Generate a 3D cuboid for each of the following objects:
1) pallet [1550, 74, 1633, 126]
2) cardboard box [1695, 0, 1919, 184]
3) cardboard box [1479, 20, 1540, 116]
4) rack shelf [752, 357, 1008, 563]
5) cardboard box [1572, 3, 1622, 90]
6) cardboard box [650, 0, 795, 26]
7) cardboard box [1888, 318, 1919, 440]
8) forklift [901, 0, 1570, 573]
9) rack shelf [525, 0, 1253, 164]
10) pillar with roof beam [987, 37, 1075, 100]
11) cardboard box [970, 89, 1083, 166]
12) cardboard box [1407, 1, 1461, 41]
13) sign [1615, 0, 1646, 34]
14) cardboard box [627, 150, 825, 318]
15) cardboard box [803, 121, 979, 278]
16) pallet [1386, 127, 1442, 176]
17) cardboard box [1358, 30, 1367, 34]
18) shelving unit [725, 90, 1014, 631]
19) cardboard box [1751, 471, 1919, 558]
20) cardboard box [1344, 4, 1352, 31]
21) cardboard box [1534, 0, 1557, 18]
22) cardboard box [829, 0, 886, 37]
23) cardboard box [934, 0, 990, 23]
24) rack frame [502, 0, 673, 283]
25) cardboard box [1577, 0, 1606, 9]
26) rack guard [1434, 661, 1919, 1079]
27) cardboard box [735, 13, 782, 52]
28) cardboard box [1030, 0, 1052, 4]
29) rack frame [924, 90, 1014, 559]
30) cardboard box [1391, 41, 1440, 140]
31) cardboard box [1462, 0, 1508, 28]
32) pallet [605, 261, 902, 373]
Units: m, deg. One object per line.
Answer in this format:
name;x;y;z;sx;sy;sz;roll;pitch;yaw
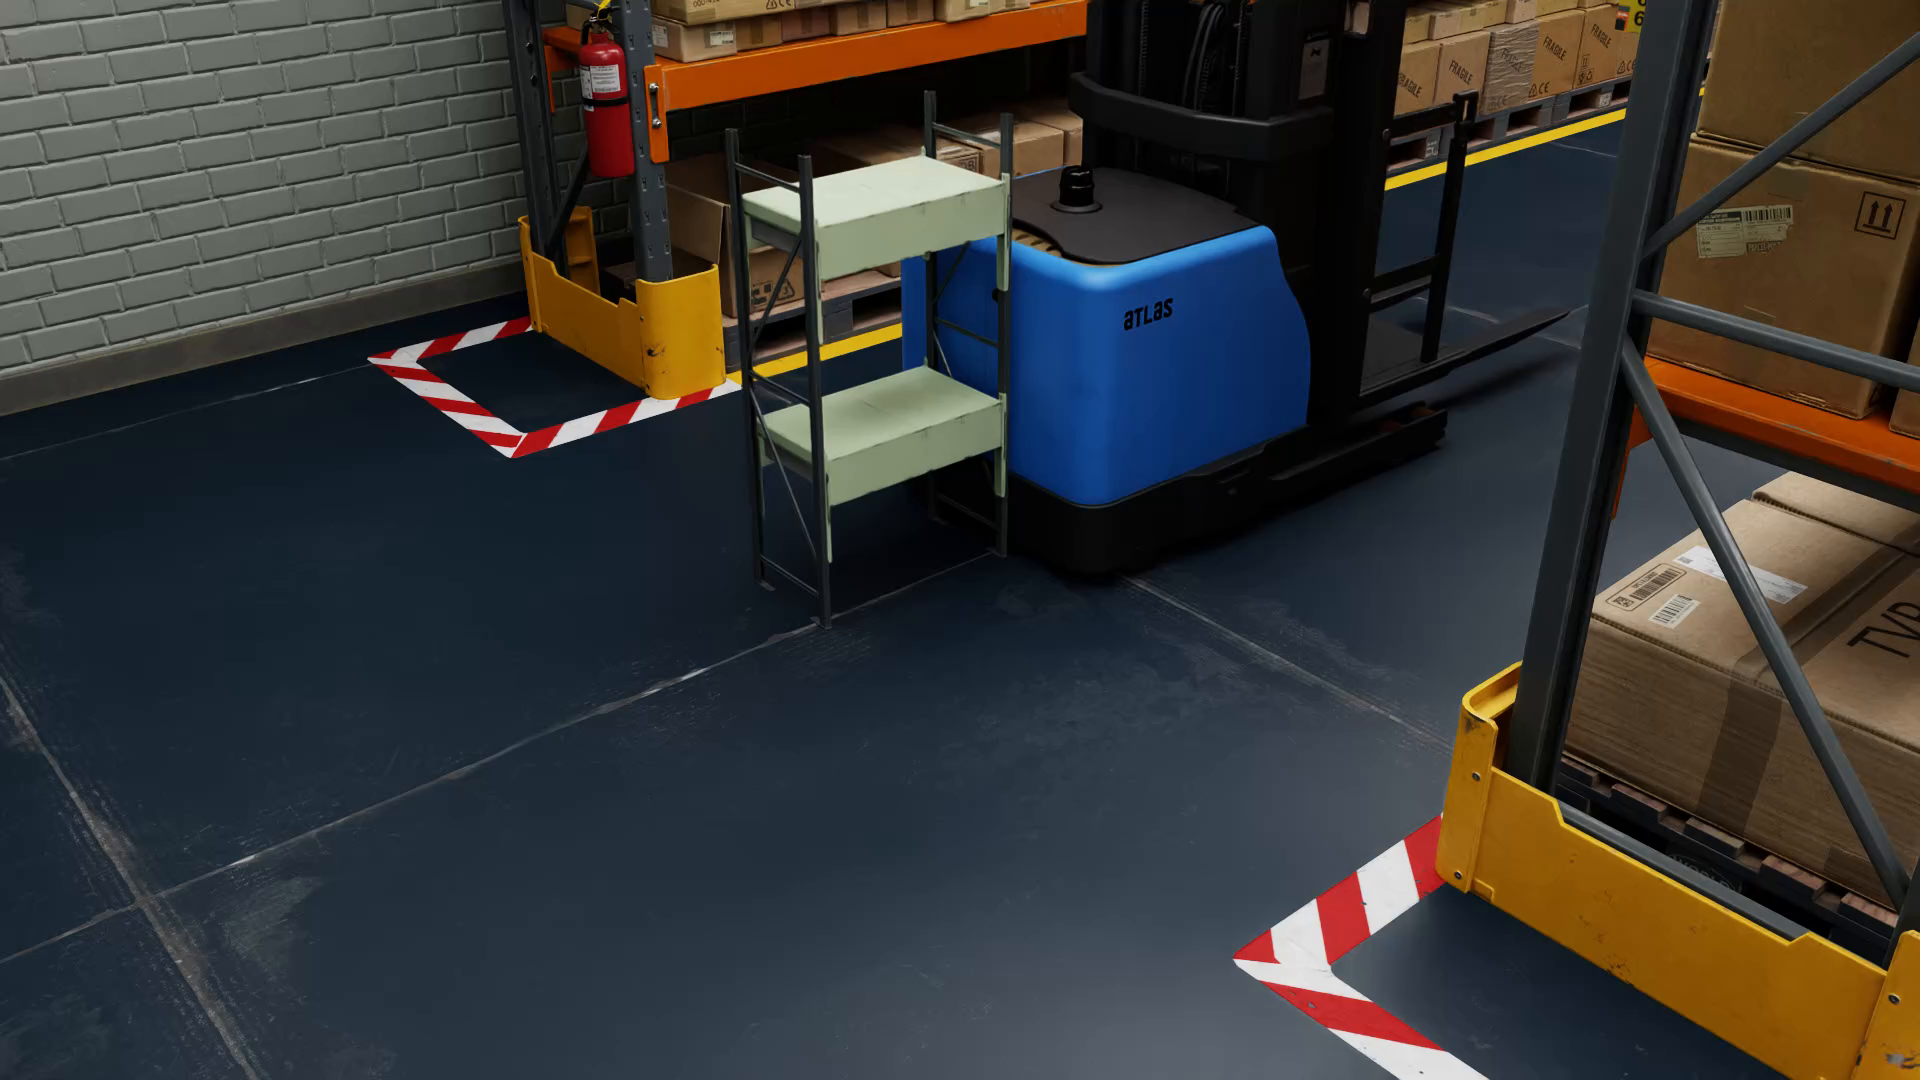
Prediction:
pallet;3.968;-3.125;11.374;1.213;0.211;1.003;-22;35;-35
cardboard box;1.911;-1.062;3.387;0.500;0.500;0.500;-21;34;-33
cardboard box;3.211;-2.970;10.332;0.500;0.500;0.500;-23;36;-37
rack shelf;-0.258;-0.274;5.363;0.720;0.370;0.431;-21;35;-34
cardboard box;3.991;-3.297;10.943;0.500;0.500;0.500;-23;35;-36
cardboard box;-1.005;-2.230;6.583;0.500;0.250;0.500;-22;35;-35
cardboard box;2.251;-0.432;3.269;0.500;0.500;0.500;-22;35;-35
forklift;1.239;-1.747;5.909;3.031;2.935;1.130;-21;35;-34
rack shelf;-0.004;-2.417;7.853;4.000;0.370;1.077;-22;35;-35
pillar with roof beam;3.197;-4.559;4.732;0.400;9.000;9.100;-22;35;-35
cardboard box;0.467;-1.923;8.373;0.500;0.500;0.700;-23;36;-37
cardboard box;2.726;-3.076;9.842;0.250;0.149;0.380;-22;35;-35
sign;1.357;-1.158;3.254;0.005;0.325;0.100;-22;35;-35
cardboard box;-0.999;-1.360;7.315;0.637;0.503;0.797;-24;36;-37
cardboard box;-0.323;-1.606;7.779;0.500;0.500;0.700;-20;34;-33
pallet;2.112;-2.379;9.977;1.213;0.211;1.003;-22;35;-35
cardboard box;2.124;-2.842;9.403;0.250;0.149;0.380;-23;36;-36
shelving unit;-0.258;-0.561;5.209;0.755;1.500;0.431;-21;35;-34
cardboard box;2.827;0.080;4.690;0.875;0.438;0.875;-21;34;-34
cardboard box;1.924;-2.882;9.163;0.250;0.149;0.380;-23;35;-36
cardboard box;3.513;-3.396;10.441;0.250;0.149;0.380;-23;35;-36
cardboard box;-0.524;-2.256;7.056;0.250;0.149;0.380;-21;34;-33
cardboard box;-0.085;-2.390;7.306;0.250;0.149;0.380;-23;36;-36
rack frame;-1.525;-2.122;6.539;0.127;3.000;1.000;-22;35;-35
cardboard box;3.933;-3.537;10.705;0.250;0.149;0.380;-23;36;-36
rack guard;1.681;0.766;3.786;0.348;0.500;1.175;-22;35;-35
cardboard box;-0.934;-2.108;6.779;0.250;0.149;0.380;-21;35;-34
cardboard box;0.253;-2.581;7.665;0.250;0.149;0.380;-22;35;-35
rack frame;0.023;-0.672;5.415;0.023;1.500;0.400;-21;35;-34
cardboard box;2.430;-2.663;9.756;0.500;0.500;0.500;-22;35;-36
cardboard box;3.102;-3.244;10.156;0.250;0.149;0.380;-22;35;-35
pallet;-0.862;-1.160;7.697;1.213;0.211;1.003;-22;35;-35
